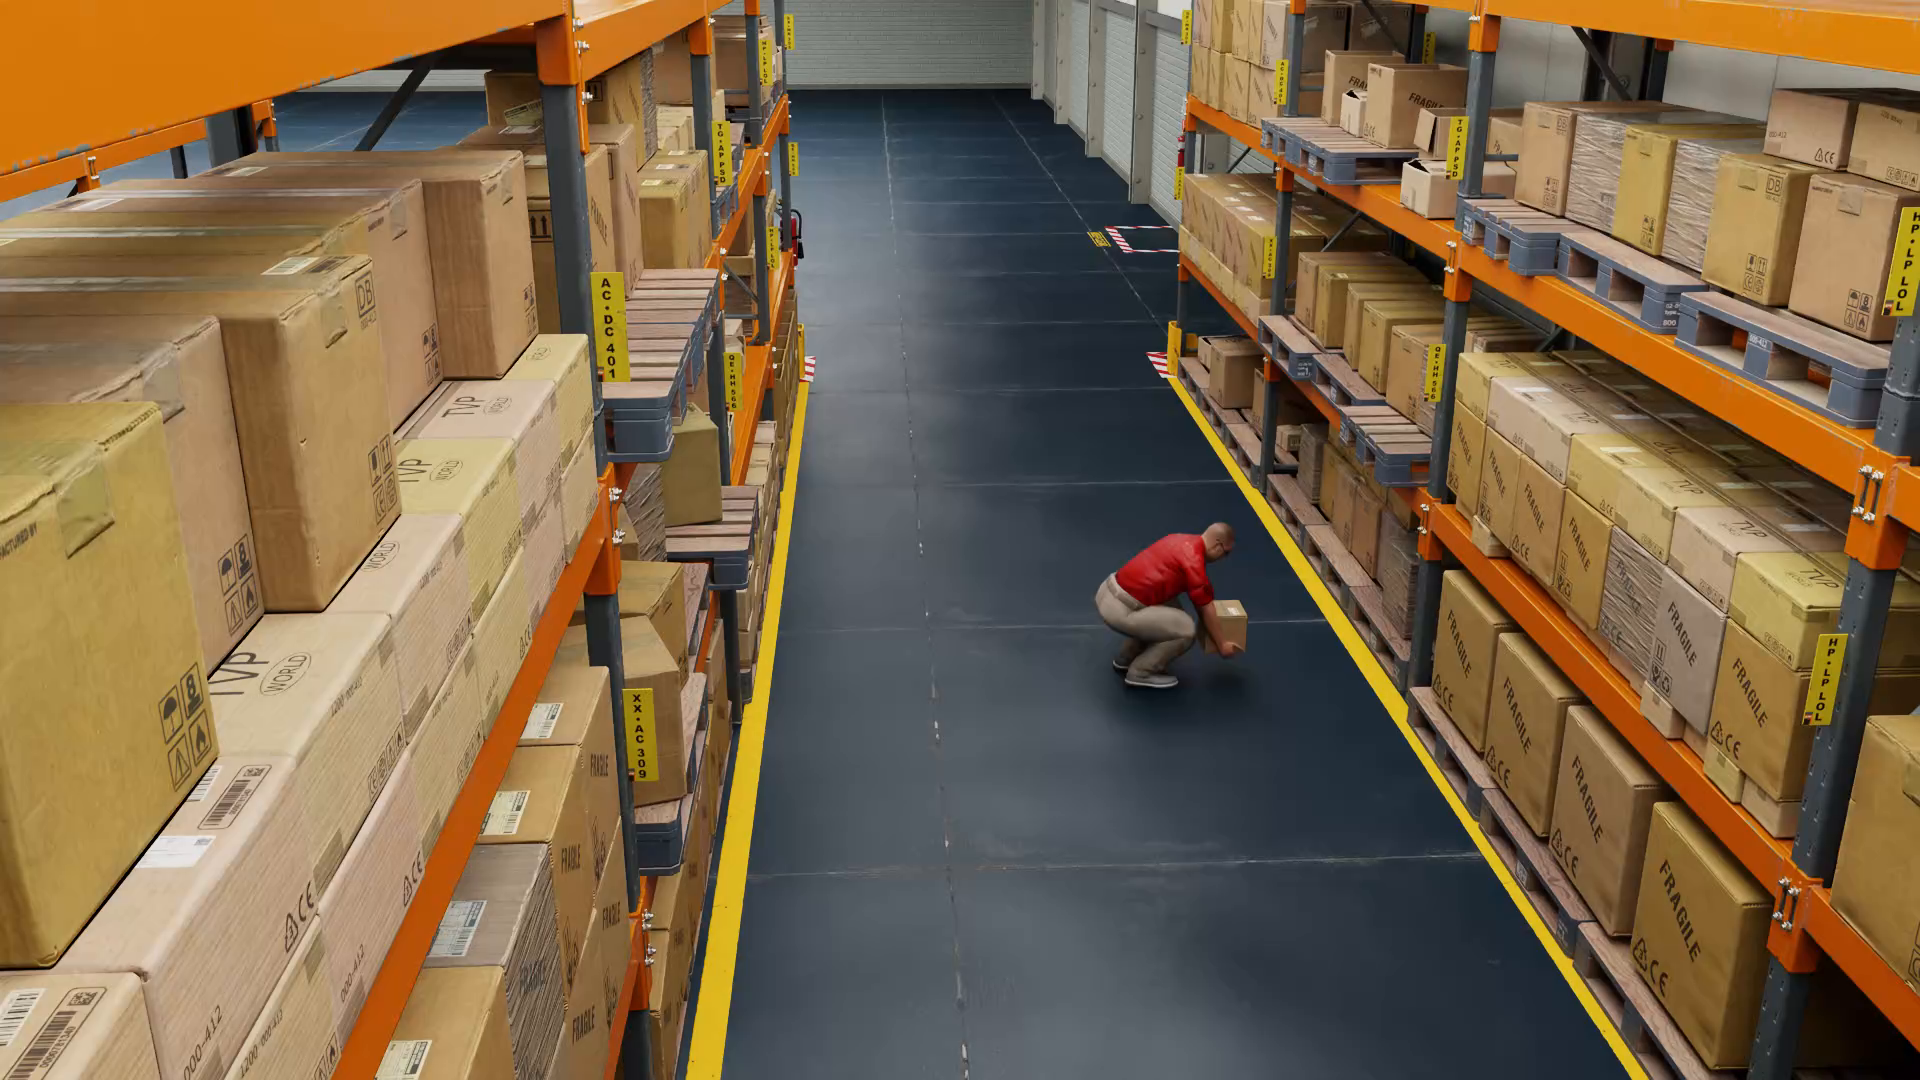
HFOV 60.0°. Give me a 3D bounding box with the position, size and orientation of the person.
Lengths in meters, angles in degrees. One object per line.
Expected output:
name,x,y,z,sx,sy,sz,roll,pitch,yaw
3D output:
person,1.268,0.384,10.149,0.886,0.988,0.523,-2,20,-4
